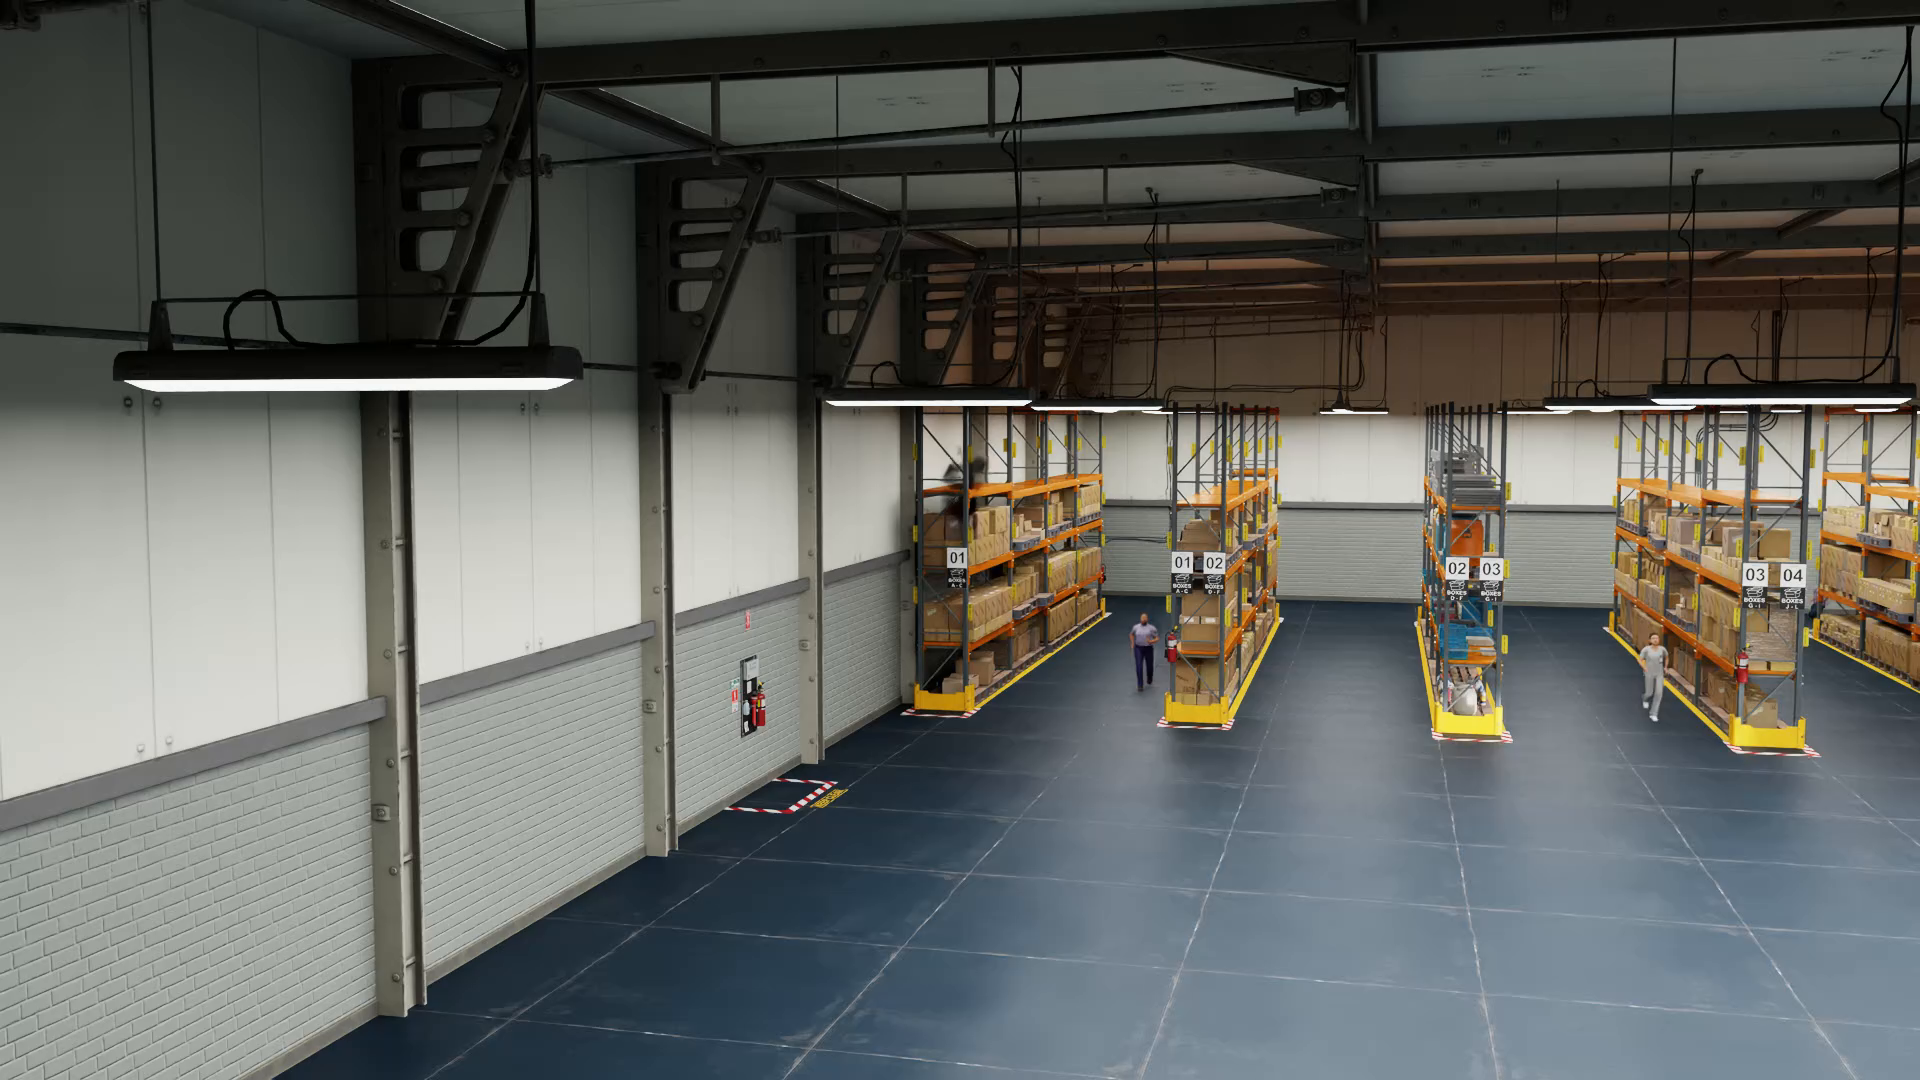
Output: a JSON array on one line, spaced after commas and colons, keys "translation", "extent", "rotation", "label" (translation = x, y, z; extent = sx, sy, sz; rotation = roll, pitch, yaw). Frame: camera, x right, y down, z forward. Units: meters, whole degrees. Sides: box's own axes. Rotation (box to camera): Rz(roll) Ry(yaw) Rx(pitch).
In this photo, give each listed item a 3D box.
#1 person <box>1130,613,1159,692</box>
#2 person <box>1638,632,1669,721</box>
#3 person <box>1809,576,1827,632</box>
[{"translation": [3.860, 2.334, 34.920], "extent": [0.620, 1.614, 0.843], "rotation": [1, 4, 10], "label": "person"}, {"translation": [13.206, 2.579, 31.648], "extent": [0.576, 1.652, 0.809], "rotation": [1, 4, 11], "label": "person"}, {"translation": [22.896, 1.705, 44.223], "extent": [0.508, 1.547, 0.583], "rotation": [0, 4, 5], "label": "person"}]
